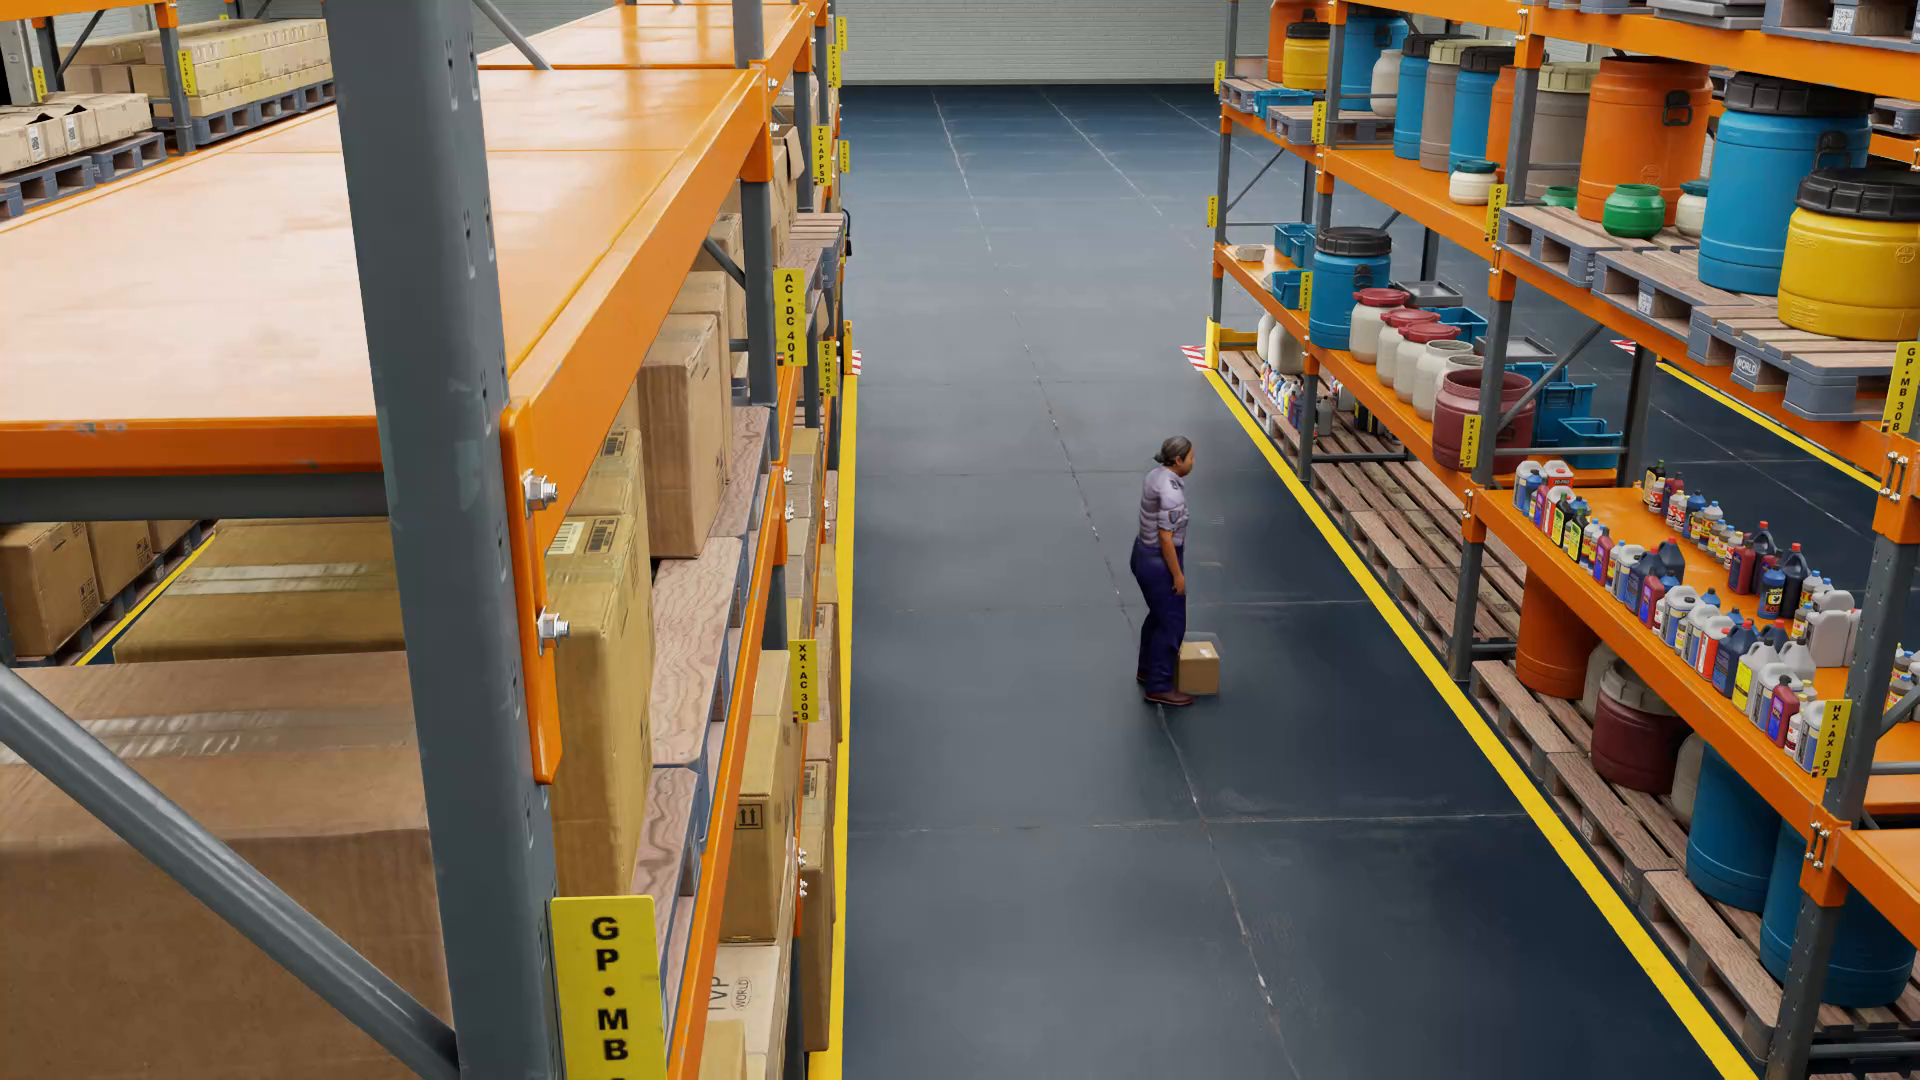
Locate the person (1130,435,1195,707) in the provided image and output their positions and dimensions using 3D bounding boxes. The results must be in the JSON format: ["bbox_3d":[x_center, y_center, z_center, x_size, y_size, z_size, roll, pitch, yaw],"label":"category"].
[{"bbox_3d":[1.243,0.163,10.155,0.375,1.651,0.544,-2,21,-5],"label":"person"}]
